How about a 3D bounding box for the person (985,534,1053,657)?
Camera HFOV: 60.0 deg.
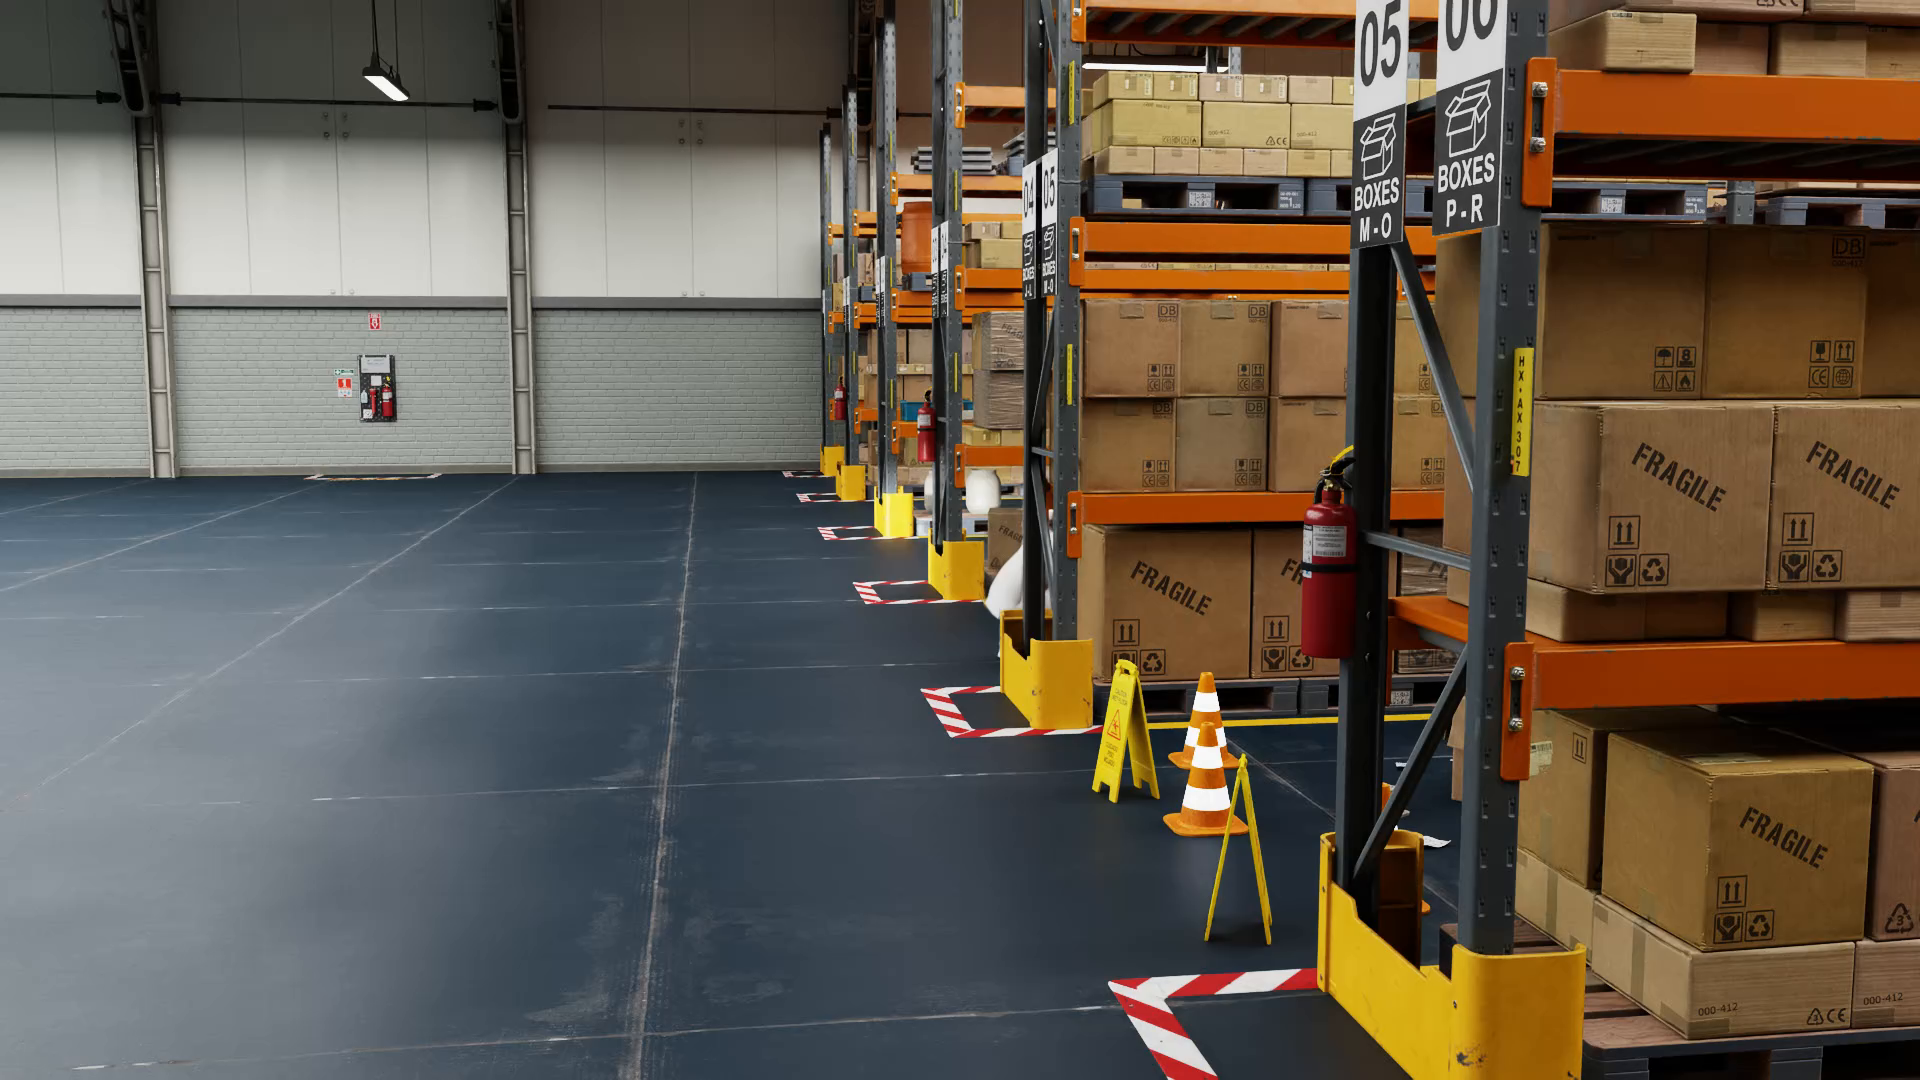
[{"bbox_3d":[0.628,0.334,11.343,0.910,0.994,0.593,-1,6,-9],"label":"person"}]
